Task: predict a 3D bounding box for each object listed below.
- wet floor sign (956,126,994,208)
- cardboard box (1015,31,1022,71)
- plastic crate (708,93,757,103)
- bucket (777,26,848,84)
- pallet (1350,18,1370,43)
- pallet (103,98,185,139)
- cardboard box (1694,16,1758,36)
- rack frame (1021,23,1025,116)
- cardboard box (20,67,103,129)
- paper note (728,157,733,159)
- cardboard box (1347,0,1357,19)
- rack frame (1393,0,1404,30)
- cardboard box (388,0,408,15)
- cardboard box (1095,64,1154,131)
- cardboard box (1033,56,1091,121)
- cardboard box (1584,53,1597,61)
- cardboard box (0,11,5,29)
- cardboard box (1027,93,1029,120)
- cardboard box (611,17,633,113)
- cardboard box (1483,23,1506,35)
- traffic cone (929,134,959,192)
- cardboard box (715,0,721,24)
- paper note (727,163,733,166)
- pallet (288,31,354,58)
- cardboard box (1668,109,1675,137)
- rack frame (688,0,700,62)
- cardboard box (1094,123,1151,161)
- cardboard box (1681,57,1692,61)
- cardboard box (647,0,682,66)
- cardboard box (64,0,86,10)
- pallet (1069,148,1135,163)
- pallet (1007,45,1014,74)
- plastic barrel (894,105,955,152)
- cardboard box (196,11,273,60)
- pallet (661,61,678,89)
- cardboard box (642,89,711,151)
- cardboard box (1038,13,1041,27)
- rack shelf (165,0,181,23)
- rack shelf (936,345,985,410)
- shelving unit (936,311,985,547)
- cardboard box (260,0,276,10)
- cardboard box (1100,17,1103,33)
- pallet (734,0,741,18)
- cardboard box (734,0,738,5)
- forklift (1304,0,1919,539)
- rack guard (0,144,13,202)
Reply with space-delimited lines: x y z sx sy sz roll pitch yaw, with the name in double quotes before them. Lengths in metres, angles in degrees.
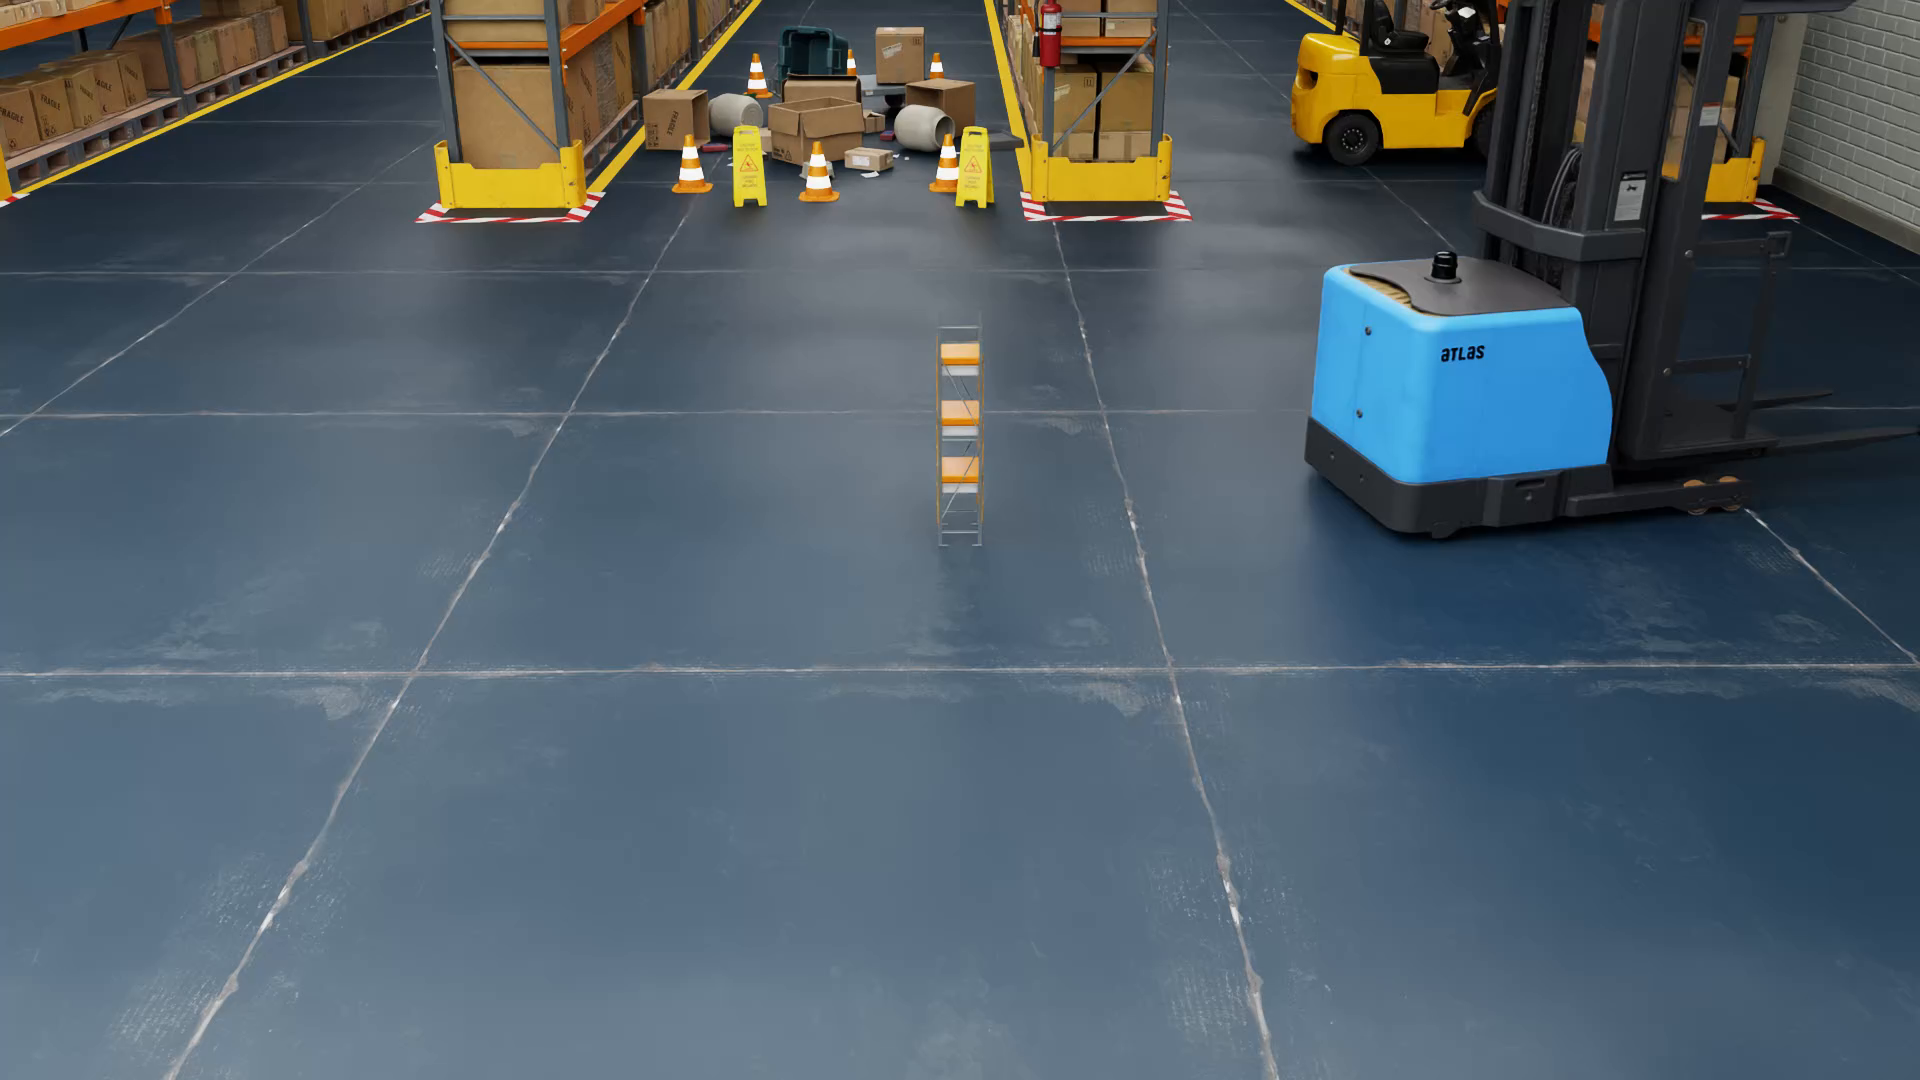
"wet floor sign" 0.128 -3.122 13.869 0.267 0.644 0.232 8 26 18
"cardboard box" 1.123 -5.719 19.434 0.950 0.372 0.625 1 24 1
"plastic crate" -2.485 -4.541 17.493 0.450 0.188 0.662 3 22 31
"bucket" -1.490 -5.017 17.331 0.726 0.611 0.620 8 16 18
"pallet" 6.091 -7.137 23.274 1.003 0.211 1.213 0 24 -1
"pallet" -8.715 -4.334 17.077 1.003 0.211 1.213 0 24 -1
"cardboard box" 6.432 -4.552 14.054 0.500 0.500 0.500 1 24 1
"rack frame" 1.152 -5.926 17.212 1.000 3.000 0.127 0 24 -1
"cardboard box" -8.694 -4.277 16.091 0.500 0.500 0.500 -2 24 -5
"paper note" -2.153 -3.618 15.736 0.032 0.001 0.123 13 27 27
"cardboard box" 5.825 -7.673 23.600 0.500 0.500 0.500 -1 24 -2
"rack frame" 6.072 -7.598 20.910 1.000 3.000 0.127 0 24 -1
"cardboard box" -8.817 -8.137 24.171 1.225 0.875 0.875 0 24 0
"cardboard box" 1.463 -3.901 14.653 0.500 0.500 0.500 -1 24 -2
"cardboard box" 0.917 -4.102 15.096 0.500 0.500 0.500 1 24 1
"cardboard box" 5.815 -4.302 15.236 0.500 0.250 0.500 0 24 0
"cardboard box" -8.450 -4.443 14.239 0.380 0.149 0.250 0 24 -1
"cardboard box" 0.914 -4.182 16.183 0.500 0.250 0.500 -1 24 -1
"cardboard box" -3.860 -4.826 16.849 0.875 0.875 0.875 0 24 0
"cardboard box" 6.099 -5.274 18.143 0.875 0.625 0.625 1 24 2
"traffic cone" -0.099 -3.293 14.470 0.336 0.463 0.334 0 24 -1
"cardboard box" -3.617 -7.484 23.182 0.500 0.500 0.500 -1 24 -2
"paper note" -2.072 -3.497 15.447 0.144 0.017 0.142 8 26 18
"pallet" -8.734 -6.584 22.052 1.003 0.211 1.213 0 24 -1
"cardboard box" 5.841 -3.667 14.438 0.500 0.250 0.500 -1 24 -1
"rack frame" -3.840 -7.510 20.716 1.000 3.000 0.127 0 24 -1
"cardboard box" 1.464 -3.550 14.786 0.500 0.250 0.500 0 24 -1
"cardboard box" 6.339 -4.306 15.246 0.500 0.250 0.500 0 24 -1
"cardboard box" -3.910 -6.065 19.740 1.050 0.750 0.750 0 24 0
"cardboard box" -8.459 -5.061 15.606 0.380 0.149 0.250 0 24 -1
"pallet" 1.222 -3.373 14.952 1.003 0.211 1.213 0 24 -1
"pallet" 1.116 -5.982 20.719 1.003 0.211 1.213 0 24 -1
"plastic barrel" -0.341 -3.948 15.966 0.512 0.421 0.421 19 30 35
"cardboard box" -8.755 -6.087 20.067 0.700 0.500 0.500 -2 24 -5
"pallet" -3.896 -5.413 19.462 1.003 0.211 1.213 0 24 -1
"cardboard box" -2.753 -4.089 16.182 0.500 0.500 0.500 4 25 9
"cardboard box" 0.864 -4.420 14.188 0.380 0.149 0.250 -1 24 -1
"rack shelf" -8.779 -6.378 19.084 1.077 0.370 4.000 0 24 -1
"rack shelf" -0.001 -0.749 7.470 0.215 0.259 0.240 0 24 -1
"shelving unit" -0.001 -0.500 7.582 0.215 1.050 0.252 0 24 -1
"cardboard box" -8.764 -6.657 20.418 0.500 0.250 0.500 1 24 2
"cardboard box" 1.382 -4.408 14.161 0.380 0.149 0.250 0 24 0
"pallet" -3.926 -8.165 25.546 1.003 0.211 1.213 0 24 -1
"cardboard box" -3.566 -8.202 25.196 0.380 0.149 0.250 -1 24 -3
"forklift" 3.330 -1.659 7.862 3.031 2.935 1.130 -6 25 -13
"rack guard" -8.714 -3.125 14.054 1.175 0.500 0.348 0 24 -1
